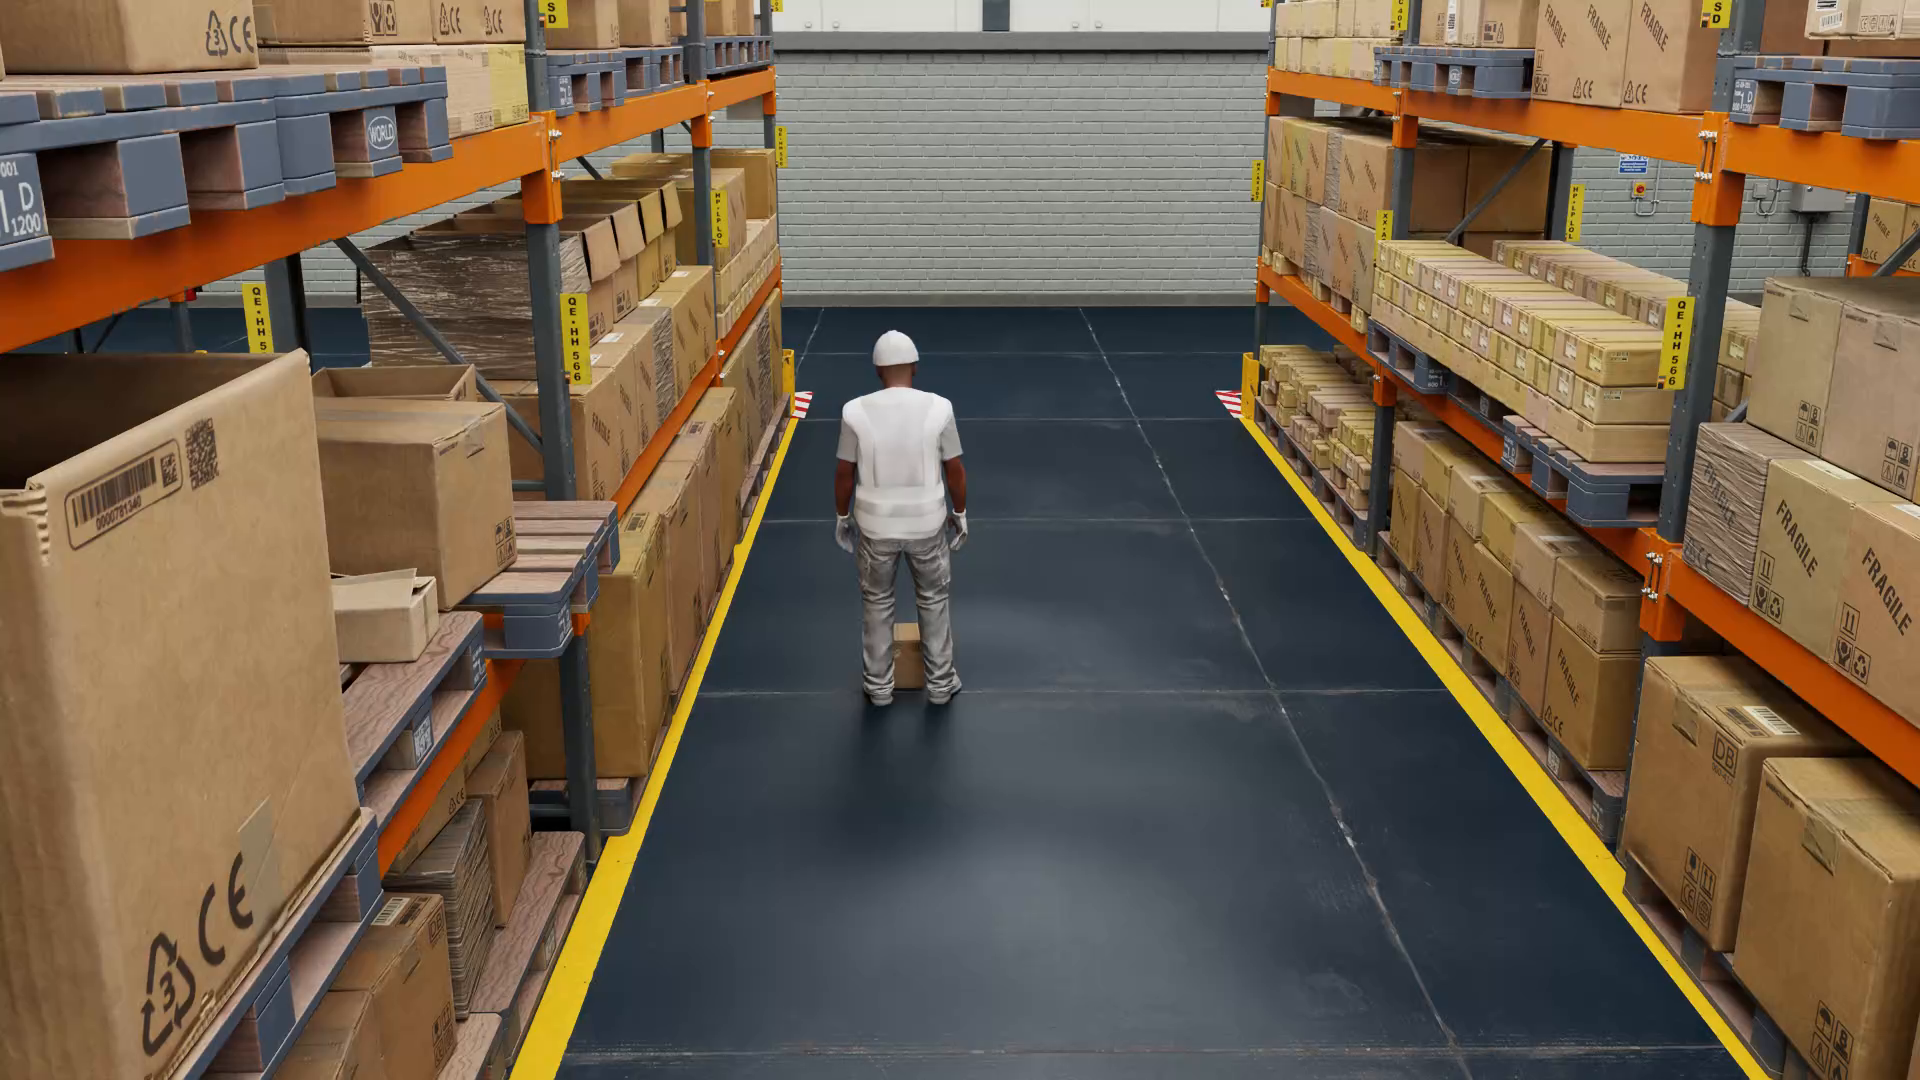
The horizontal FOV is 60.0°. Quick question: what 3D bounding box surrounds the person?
[{"bbox_3d":[-0.274,-0.089,7.816,0.622,1.774,0.454,0,17,-1],"label":"person"}]
